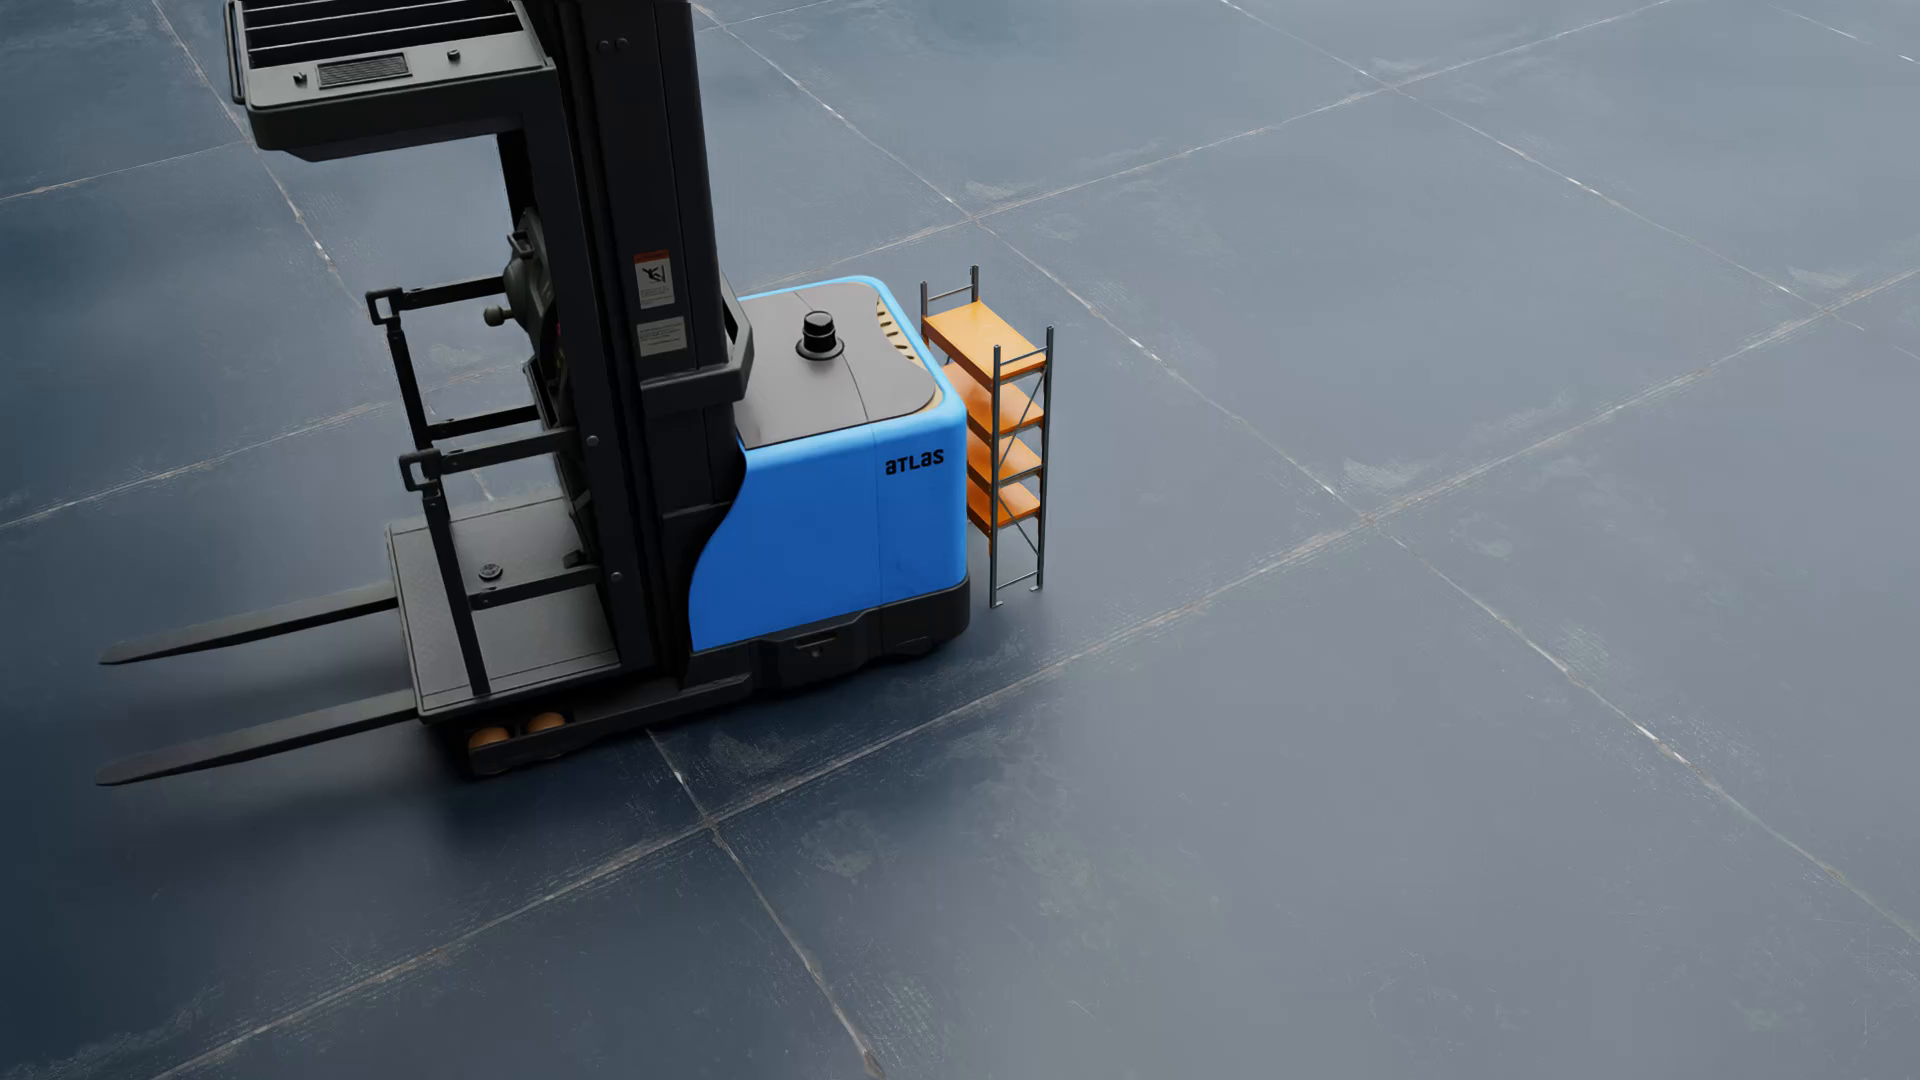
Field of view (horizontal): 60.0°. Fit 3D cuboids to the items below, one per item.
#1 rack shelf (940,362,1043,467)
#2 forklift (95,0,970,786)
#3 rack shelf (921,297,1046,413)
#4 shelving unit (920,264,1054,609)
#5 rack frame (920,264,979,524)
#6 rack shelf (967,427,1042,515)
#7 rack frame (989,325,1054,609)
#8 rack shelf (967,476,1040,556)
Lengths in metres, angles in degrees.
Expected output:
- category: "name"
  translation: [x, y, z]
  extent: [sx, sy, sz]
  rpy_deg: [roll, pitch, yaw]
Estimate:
- category: "rack shelf"
  translation: [0.091, -0.492, 6.159]
  extent: [0.258, 0.148, 0.480]
  rpy_deg: [-22, 44, -24]
- category: "forklift"
  translation: [-1.534, -0.698, 5.298]
  extent: [3.031, 2.935, 1.130]
  rpy_deg: [-14, 42, -16]
- category: "rack shelf"
  translation: [0.091, -0.674, 6.008]
  extent: [0.258, 0.148, 0.480]
  rpy_deg: [-22, 44, -24]
- category: "shelving unit"
  translation: [0.091, -0.372, 6.259]
  extent: [0.258, 1.200, 0.503]
  rpy_deg: [-22, 44, -24]
- category: "rack frame"
  translation: [-0.037, -0.505, 6.419]
  extent: [0.240, 1.200, 0.015]
  rpy_deg: [-22, 44, -24]
- category: "rack shelf"
  translation: [0.091, -0.321, 6.302]
  extent: [0.258, 0.148, 0.480]
  rpy_deg: [-22, 44, -24]
- category: "rack frame"
  translation: [0.220, -0.240, 6.100]
  extent: [0.240, 1.200, 0.015]
  rpy_deg: [-22, 44, -24]
- category: "rack shelf"
  translation: [0.091, -0.168, 6.430]
  extent: [0.258, 0.148, 0.480]
  rpy_deg: [-22, 44, -24]
